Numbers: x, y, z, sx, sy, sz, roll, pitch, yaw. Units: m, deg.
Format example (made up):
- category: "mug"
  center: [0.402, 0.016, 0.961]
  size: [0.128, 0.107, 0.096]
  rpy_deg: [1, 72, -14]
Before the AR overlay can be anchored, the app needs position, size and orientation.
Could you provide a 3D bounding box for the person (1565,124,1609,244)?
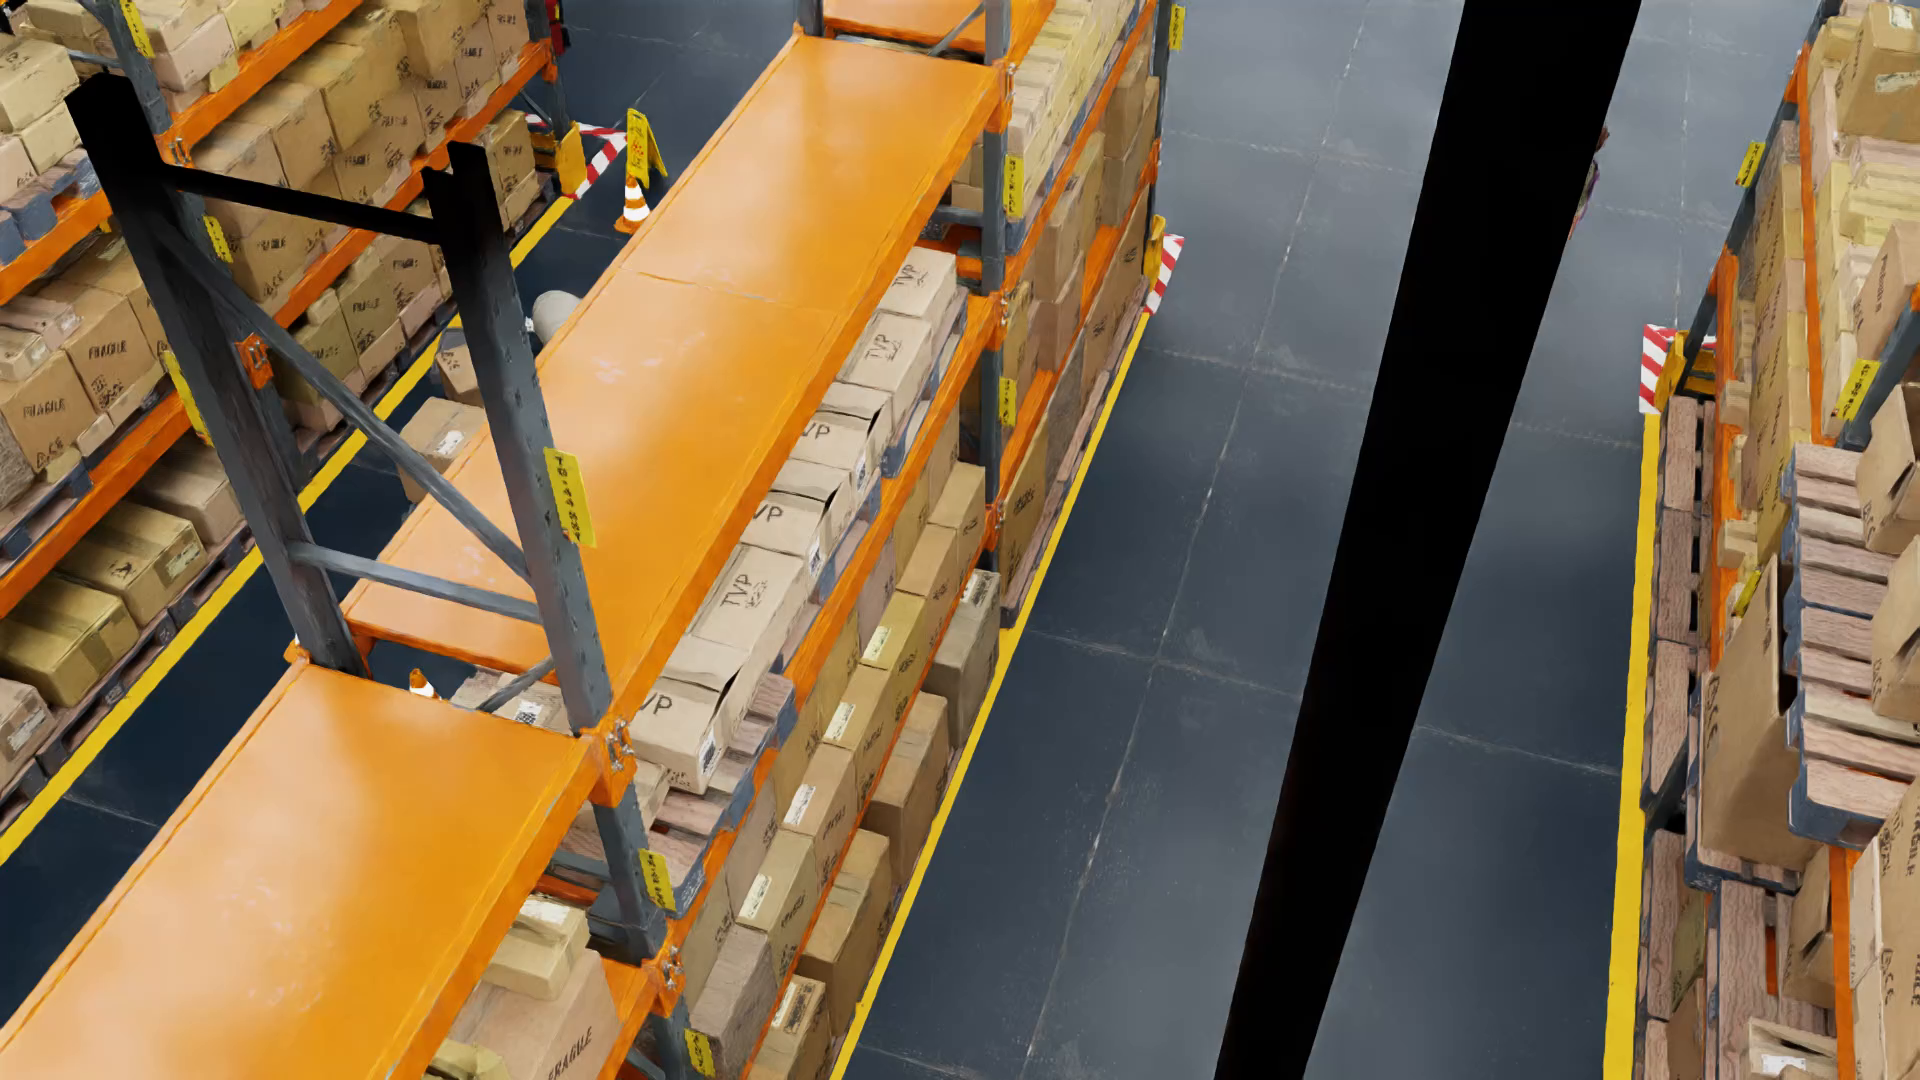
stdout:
- category: "person"
  center: [4.431, -2.447, 12.404]
  size: [0.397, 1.589, 0.550]
  rpy_deg: [-11, 47, -11]
